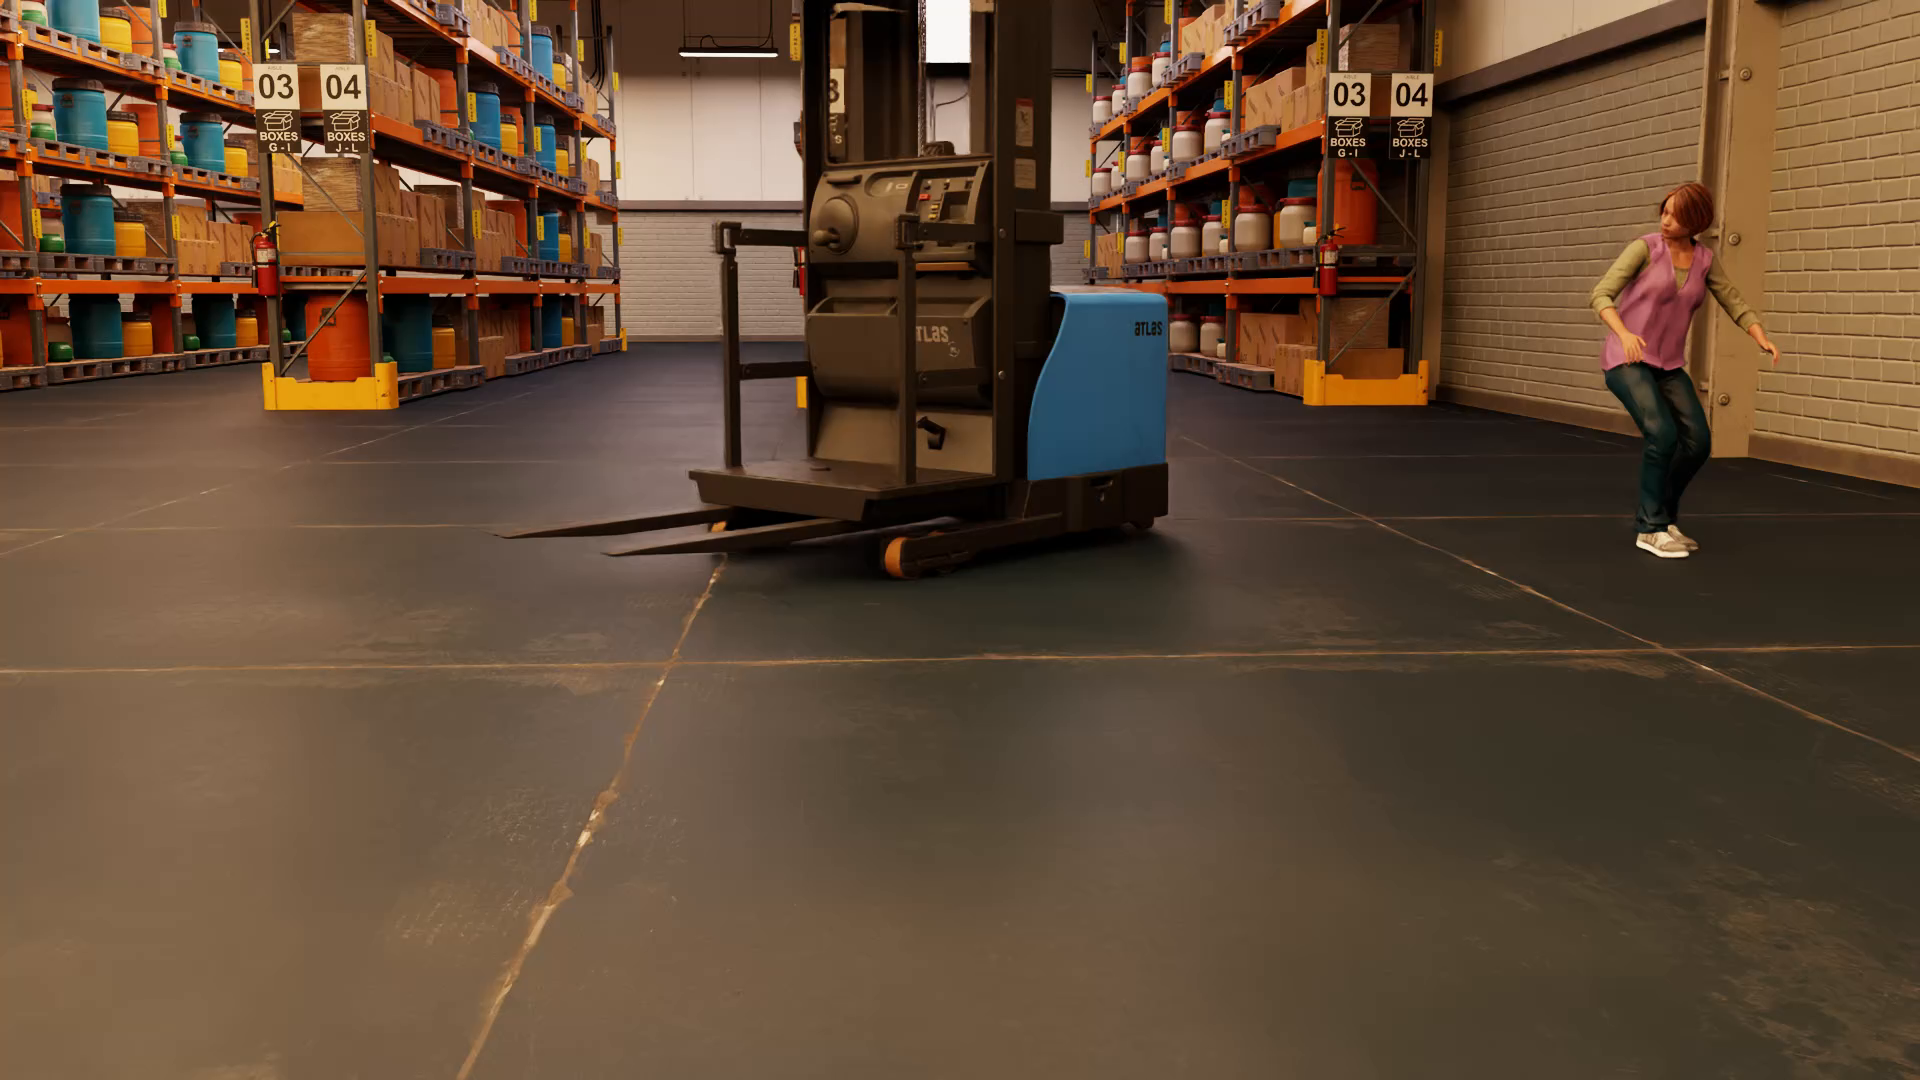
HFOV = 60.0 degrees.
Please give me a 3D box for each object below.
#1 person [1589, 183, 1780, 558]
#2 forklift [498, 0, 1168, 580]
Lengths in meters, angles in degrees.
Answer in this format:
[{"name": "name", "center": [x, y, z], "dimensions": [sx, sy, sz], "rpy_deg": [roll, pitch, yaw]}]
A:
[{"name": "person", "center": [2.949, -0.677, 6.823], "dimensions": [0.658, 1.515, 0.626], "rpy_deg": [-3, 9, -18]}, {"name": "forklift", "center": [-0.397, -1.382, 6.635], "dimensions": [1.130, 2.935, 3.031], "rpy_deg": [7, 11, 40]}]
